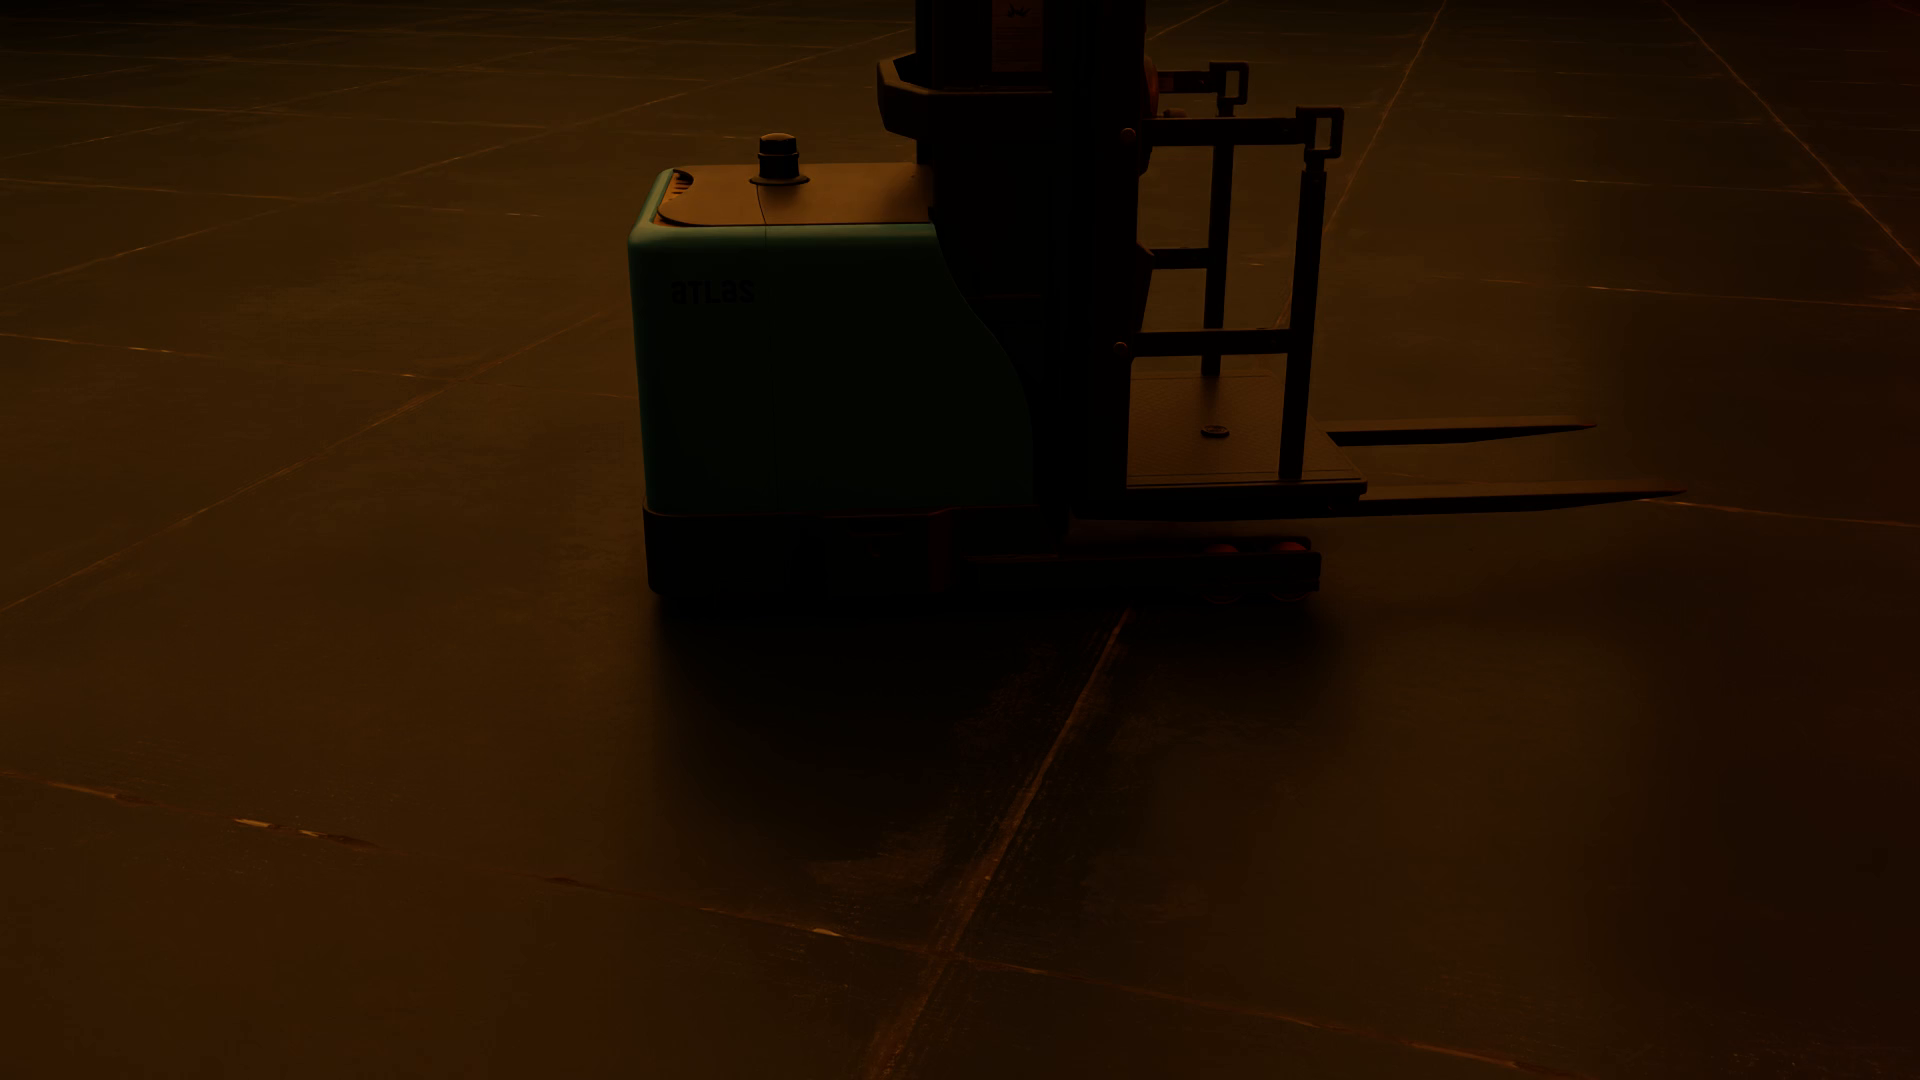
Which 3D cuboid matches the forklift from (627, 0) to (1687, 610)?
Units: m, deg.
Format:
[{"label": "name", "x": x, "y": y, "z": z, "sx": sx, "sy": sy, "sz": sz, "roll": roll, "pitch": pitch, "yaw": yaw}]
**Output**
[{"label": "forklift", "x": 0.606, "y": -1.374, "z": 4.608, "sx": 3.031, "sy": 2.935, "sz": 1.130, "roll": -2, "pitch": 23, "yaw": -4}]
